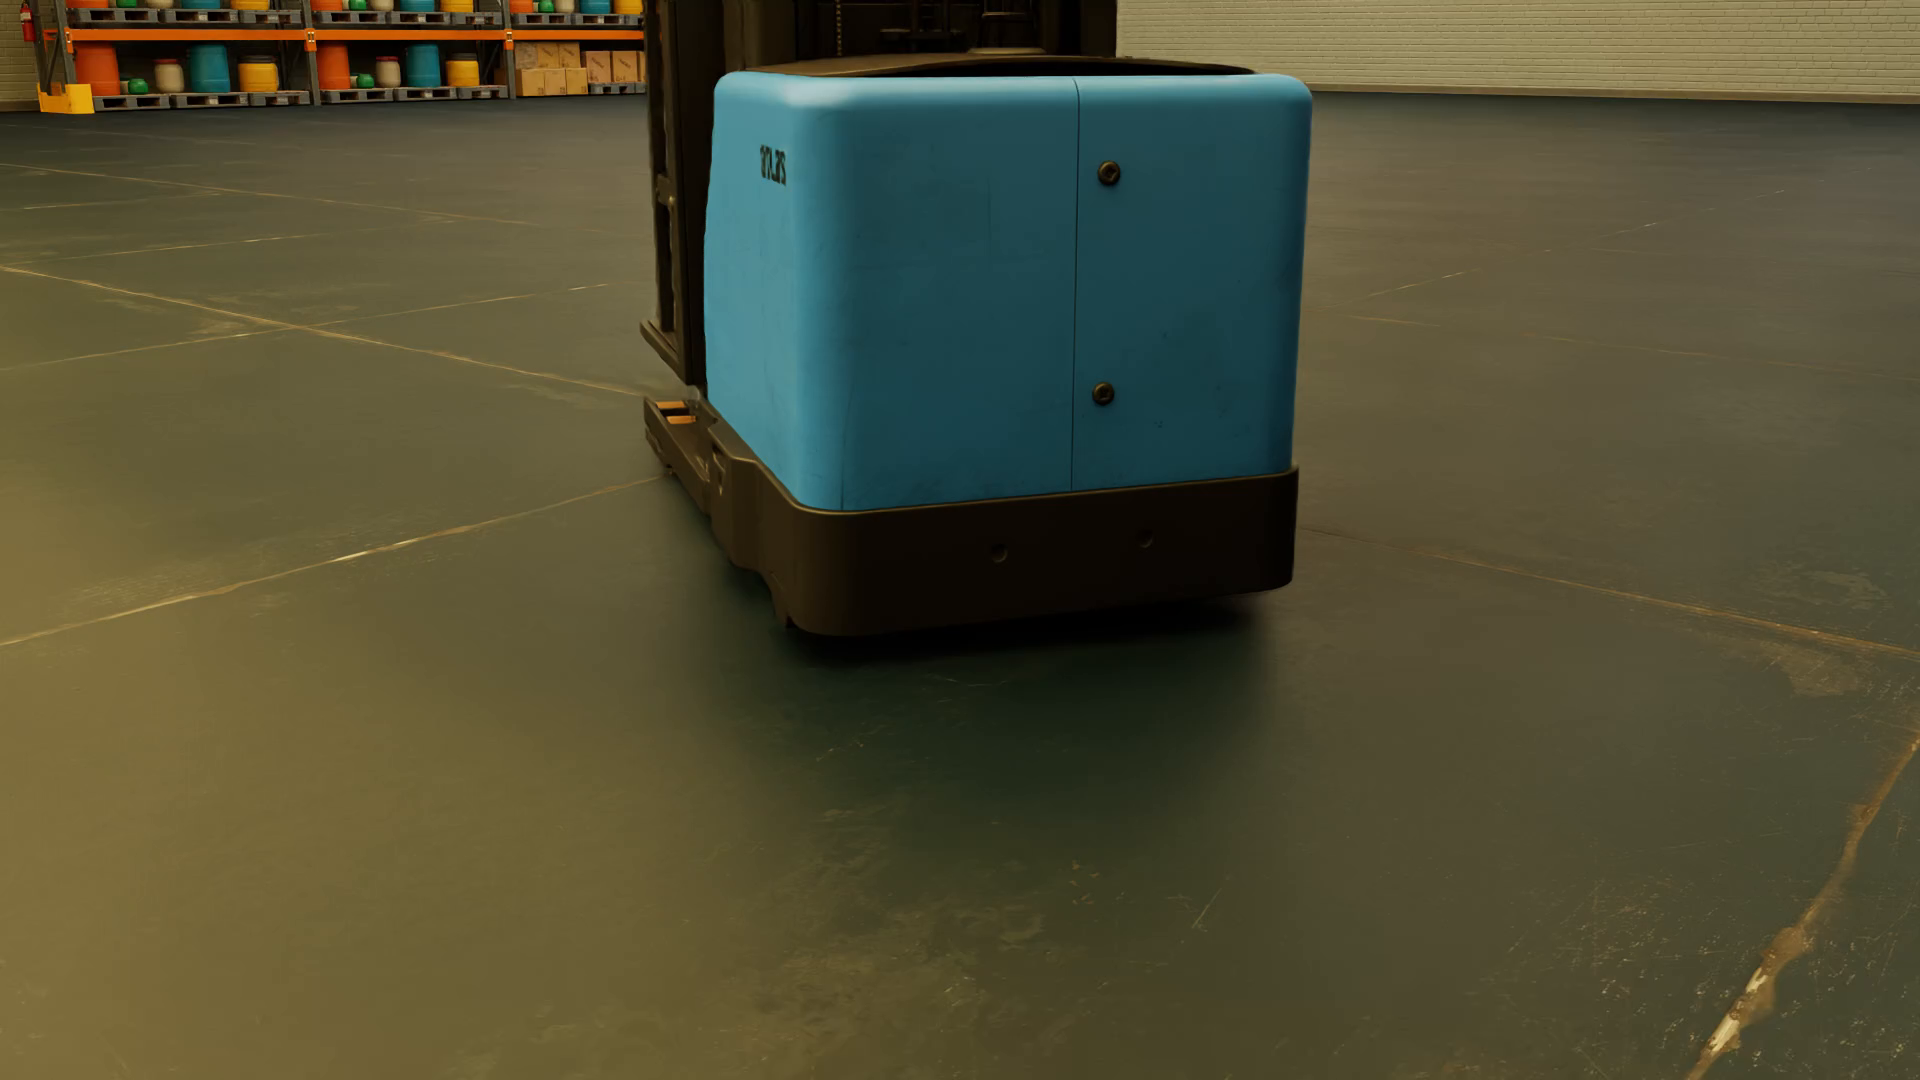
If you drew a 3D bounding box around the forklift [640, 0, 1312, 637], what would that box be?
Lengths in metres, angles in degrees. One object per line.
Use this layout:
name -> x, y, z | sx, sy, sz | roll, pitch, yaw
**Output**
forklift -> -0.259, -1.610, 4.198 | 1.130, 2.935, 3.031 | -5, 18, -18
